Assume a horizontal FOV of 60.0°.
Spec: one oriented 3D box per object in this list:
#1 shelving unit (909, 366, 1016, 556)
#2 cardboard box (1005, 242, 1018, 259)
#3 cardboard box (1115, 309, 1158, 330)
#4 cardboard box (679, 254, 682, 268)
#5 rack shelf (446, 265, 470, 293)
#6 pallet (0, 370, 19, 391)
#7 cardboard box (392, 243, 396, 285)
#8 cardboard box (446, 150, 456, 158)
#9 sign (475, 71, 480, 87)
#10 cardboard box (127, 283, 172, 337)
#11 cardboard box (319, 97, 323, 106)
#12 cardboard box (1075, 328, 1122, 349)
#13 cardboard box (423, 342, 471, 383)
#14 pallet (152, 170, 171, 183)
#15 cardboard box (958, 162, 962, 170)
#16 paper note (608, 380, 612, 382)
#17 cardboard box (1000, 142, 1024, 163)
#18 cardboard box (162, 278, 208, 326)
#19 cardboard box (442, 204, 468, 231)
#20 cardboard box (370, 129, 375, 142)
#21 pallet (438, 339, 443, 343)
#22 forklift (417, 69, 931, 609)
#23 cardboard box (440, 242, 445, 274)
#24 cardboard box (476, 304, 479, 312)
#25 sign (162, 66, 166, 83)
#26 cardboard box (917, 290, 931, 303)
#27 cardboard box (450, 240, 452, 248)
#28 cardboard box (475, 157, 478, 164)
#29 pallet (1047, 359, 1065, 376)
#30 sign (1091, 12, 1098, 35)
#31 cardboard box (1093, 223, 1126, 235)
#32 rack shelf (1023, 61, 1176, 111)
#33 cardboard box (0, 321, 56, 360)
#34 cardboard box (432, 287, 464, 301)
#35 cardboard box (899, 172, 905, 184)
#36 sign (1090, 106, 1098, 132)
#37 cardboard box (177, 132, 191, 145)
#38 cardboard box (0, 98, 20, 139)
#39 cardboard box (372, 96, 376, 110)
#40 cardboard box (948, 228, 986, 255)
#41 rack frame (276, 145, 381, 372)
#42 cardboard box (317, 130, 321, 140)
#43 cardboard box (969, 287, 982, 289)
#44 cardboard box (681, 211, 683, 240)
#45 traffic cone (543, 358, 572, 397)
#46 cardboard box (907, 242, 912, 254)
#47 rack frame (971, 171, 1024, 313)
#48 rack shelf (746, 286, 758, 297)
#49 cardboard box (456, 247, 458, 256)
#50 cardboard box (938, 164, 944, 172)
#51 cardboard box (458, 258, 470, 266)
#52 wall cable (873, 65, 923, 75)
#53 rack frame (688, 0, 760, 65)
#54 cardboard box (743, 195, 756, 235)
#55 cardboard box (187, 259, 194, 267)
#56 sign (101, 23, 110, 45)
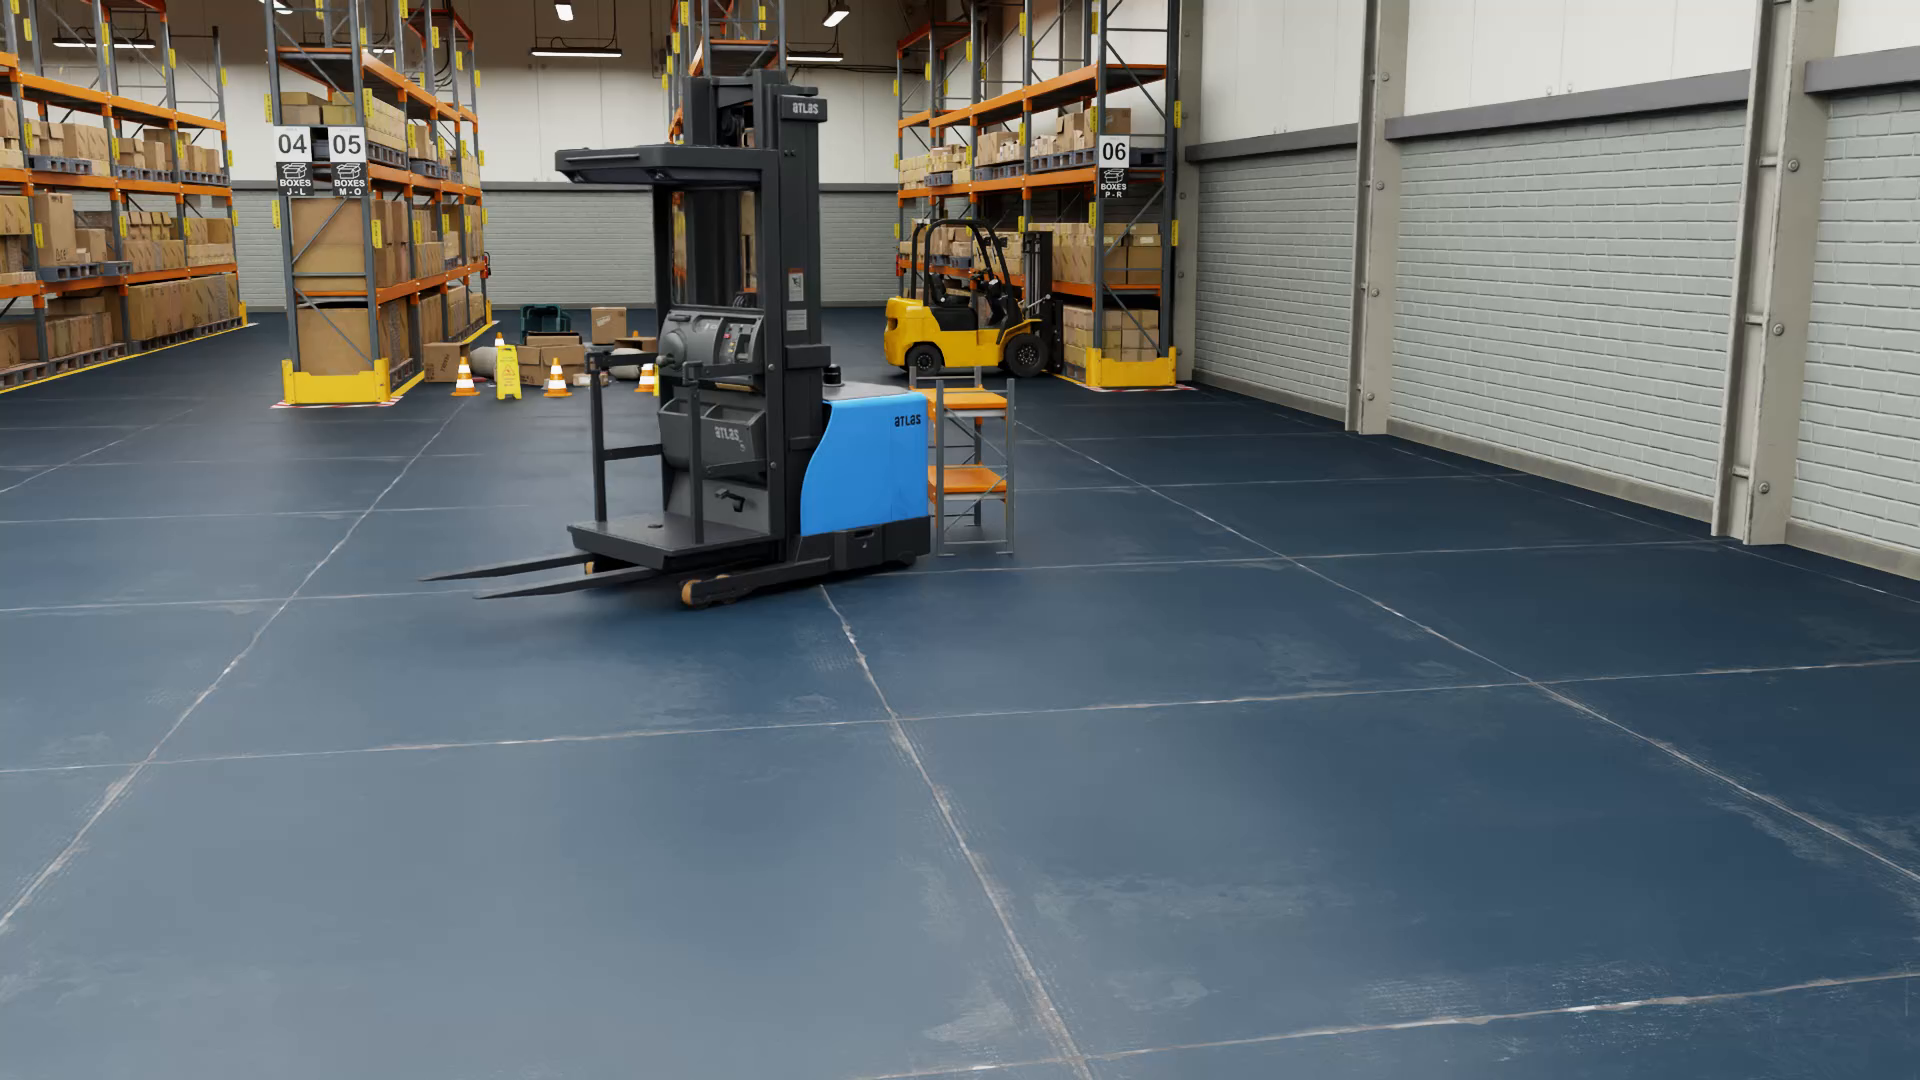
[{"bbox_3d":[-0.001,-0.554,11.098,0.538,1.125,1.048,-2,11,-11],"label":"shelving unit"},{"bbox_3d":[1.017,-4.602,26.415,0.500,0.250,0.500,-2,11,-12],"label":"cardboard box"},{"bbox_3d":[2.341,-2.963,22.299,0.500,0.250,0.500,-2,11,-12],"label":"cardboard box"},{"bbox_3d":[-4.853,-5.096,30.347,0.500,0.250,0.500,-2,11,-12],"label":"cardboard box"},{"bbox_3d":[-9.400,-4.622,29.383,1.077,0.370,4.000,-2,11,-11],"label":"rack shelf"},{"bbox_3d":[-12.712,-1.997,21.126,1.003,0.211,1.213,-2,11,-11],"label":"pallet"},{"bbox_3d":[-7.830,-3.585,21.607,0.875,0.550,0.500,-2,11,-11],"label":"cardboard box"},{"bbox_3d":[-9.608,-7.246,31.219,0.380,0.149,0.250,-2,11,-12],"label":"cardboard box"},{"bbox_3d":[-10.019,-9.576,34.521,0.100,0.325,0.005,-2,11,-11],"label":"sign"},{"bbox_3d":[-14.176,-3.901,28.227,1.225,0.875,0.875,-2,11,-11],"label":"cardboard box"},{"bbox_3d":[-8.003,-5.329,20.296,0.380,0.149,0.250,-2,11,-10],"label":"cardboard box"},{"bbox_3d":[1.847,-2.700,22.255,0.500,0.250,0.500,-2,11,-12],"label":"cardboard box"},{"bbox_3d":[-6.925,-2.401,22.468,0.500,0.500,0.500,0,11,-1],"label":"cardboard box"},{"bbox_3d":[-14.448,-6.394,29.256,0.805,0.209,1.217,-3,11,-13],"label":"pallet"},{"bbox_3d":[0.163,-6.878,30.621,0.380,0.149,0.250,-2,11,-9],"label":"cardboard box"},{"bbox_3d":[-4.774,-2.138,22.379,0.148,0.019,0.142,2,11,9],"label":"paper note"},{"bbox_3d":[0.941,-6.205,26.599,0.500,0.311,0.500,-3,11,-13],"label":"cardboard box"},{"bbox_3d":[-14.724,-4.467,31.203,0.875,0.875,0.875,-2,11,-11],"label":"cardboard box"},{"bbox_3d":[-9.638,-6.121,31.594,0.500,0.500,0.500,-2,11,-10],"label":"cardboard box"},{"bbox_3d":[-7.258,-4.868,20.011,0.380,0.149,0.250,-2,11,-10],"label":"cardboard box"},{"bbox_3d":[-8.932,-3.092,26.875,1.003,0.211,1.213,-2,11,-11],"label":"pallet"},{"bbox_3d":[-1.596,-1.167,9.486,3.031,2.935,1.130,-10,15,-43],"label":"forklift"},{"bbox_3d":[-8.660,-4.585,26.997,0.500,0.500,0.500,-2,11,-11],"label":"cardboard box"},{"bbox_3d":[-9.856,-4.655,33.335,0.380,0.149,0.250,-2,11,-10],"label":"cardboard box"},{"bbox_3d":[-15.998,-9.379,33.484,0.100,0.325,0.005,-2,11,-11],"label":"sign"},{"bbox_3d":[-0.507,-4.970,34.848,0.700,0.500,0.500,-3,11,-13],"label":"cardboard box"},{"bbox_3d":[-9.258,-5.264,29.584,0.380,0.149,0.250,-2,11,-11],"label":"cardboard box"},{"bbox_3d":[-10.215,-7.867,34.483,0.380,0.149,0.250,-2,11,-12],"label":"cardboard box"},{"bbox_3d":[1.825,-2.514,23.838,1.003,0.211,1.213,-2,11,-11],"label":"pallet"},{"bbox_3d":[2.020,-7.754,24.949,0.100,0.325,0.005,-2,11,-11],"label":"sign"},{"bbox_3d":[1.972,-4.093,21.882,0.380,0.149,0.250,-2,11,-11],"label":"cardboard box"},{"bbox_3d":[1.859,-6.285,23.146,1.077,0.370,4.000,-2,11,-11],"label":"rack shelf"},{"bbox_3d":[-13.217,-2.815,23.472,0.700,0.500,0.500,-3,11,-15],"label":"cardboard box"},{"bbox_3d":[-9.310,-4.467,30.200,0.500,0.250,0.500,-2,11,-8],"label":"cardboard box"},{"bbox_3d":[-1.045,-7.910,36.319,0.500,0.250,0.500,-2,11,-12],"label":"cardboard box"},{"bbox_3d":[1.714,-5.374,21.229,0.100,0.325,0.005,-2,11,-11],"label":"sign"},{"bbox_3d":[-15.069,-7.690,31.890,0.500,0.250,0.500,-2,11,-13],"label":"cardboard box"},{"bbox_3d":[-12.781,-5.554,21.935,0.500,0.500,0.500,-2,11,-13],"label":"cardboard box"},{"bbox_3d":[-7.306,-5.305,20.170,0.380,0.149,0.250,-2,11,-12],"label":"cardboard box"},{"bbox_3d":[0.194,-5.538,30.872,0.797,0.503,0.637,-2,11,-12],"label":"cardboard box"},{"bbox_3d":[-7.456,-3.142,19.680,1.000,3.000,0.127,-2,11,-11],"label":"rack frame"},{"bbox_3d":[-7.951,-4.889,20.120,0.380,0.149,0.250,-2,11,-10],"label":"cardboard box"},{"bbox_3d":[0.381,-4.870,32.587,0.380,0.149,0.250,-2,11,-10],"label":"cardboard box"},{"bbox_3d":[-4.641,-5.527,29.270,0.500,0.500,0.500,-2,11,-10],"label":"cardboard box"},{"bbox_3d":[-4.991,-2.023,20.588,0.336,0.463,0.334,-2,11,-11],"label":"traffic cone"},{"bbox_3d":[-0.839,-6.250,35.617,0.500,0.250,0.500,-2,11,-12],"label":"cardboard box"},{"bbox_3d":[0.693,-4.989,29.384,1.000,3.000,0.127,-2,11,-11],"label":"rack frame"},{"bbox_3d":[-3.009,-3.354,22.717,1.077,0.370,4.000,-2,11,-11],"label":"rack shelf"},{"bbox_3d":[-9.467,-5.312,30.632,0.380,0.149,0.250,-2,11,-11],"label":"cardboard box"},{"bbox_3d":[-0.216,-7.071,31.585,0.380,0.149,0.250,-2,11,-12],"label":"cardboard box"},{"bbox_3d":[-9.524,-5.283,31.602,0.380,0.149,0.250,-2,11,-9],"label":"cardboard box"},{"bbox_3d":[-0.705,-13.217,41.695,2.988,3.039,0.133,-2,11,-11],"label":"wall cable"},{"bbox_3d":[-3.398,-7.021,24.016,1.000,3.000,0.127,-2,11,-11],"label":"rack frame"},{"bbox_3d":[-2.933,-4.112,21.043,0.700,0.500,0.500,-2,11,-12],"label":"cardboard box"},{"bbox_3d":[-14.406,-5.124,30.765,0.380,0.149,0.250,-2,11,-11],"label":"cardboard box"},{"bbox_3d":[-13.366,-7.913,25.996,0.100,0.325,0.005,-2,11,-11],"label":"sign"}]
